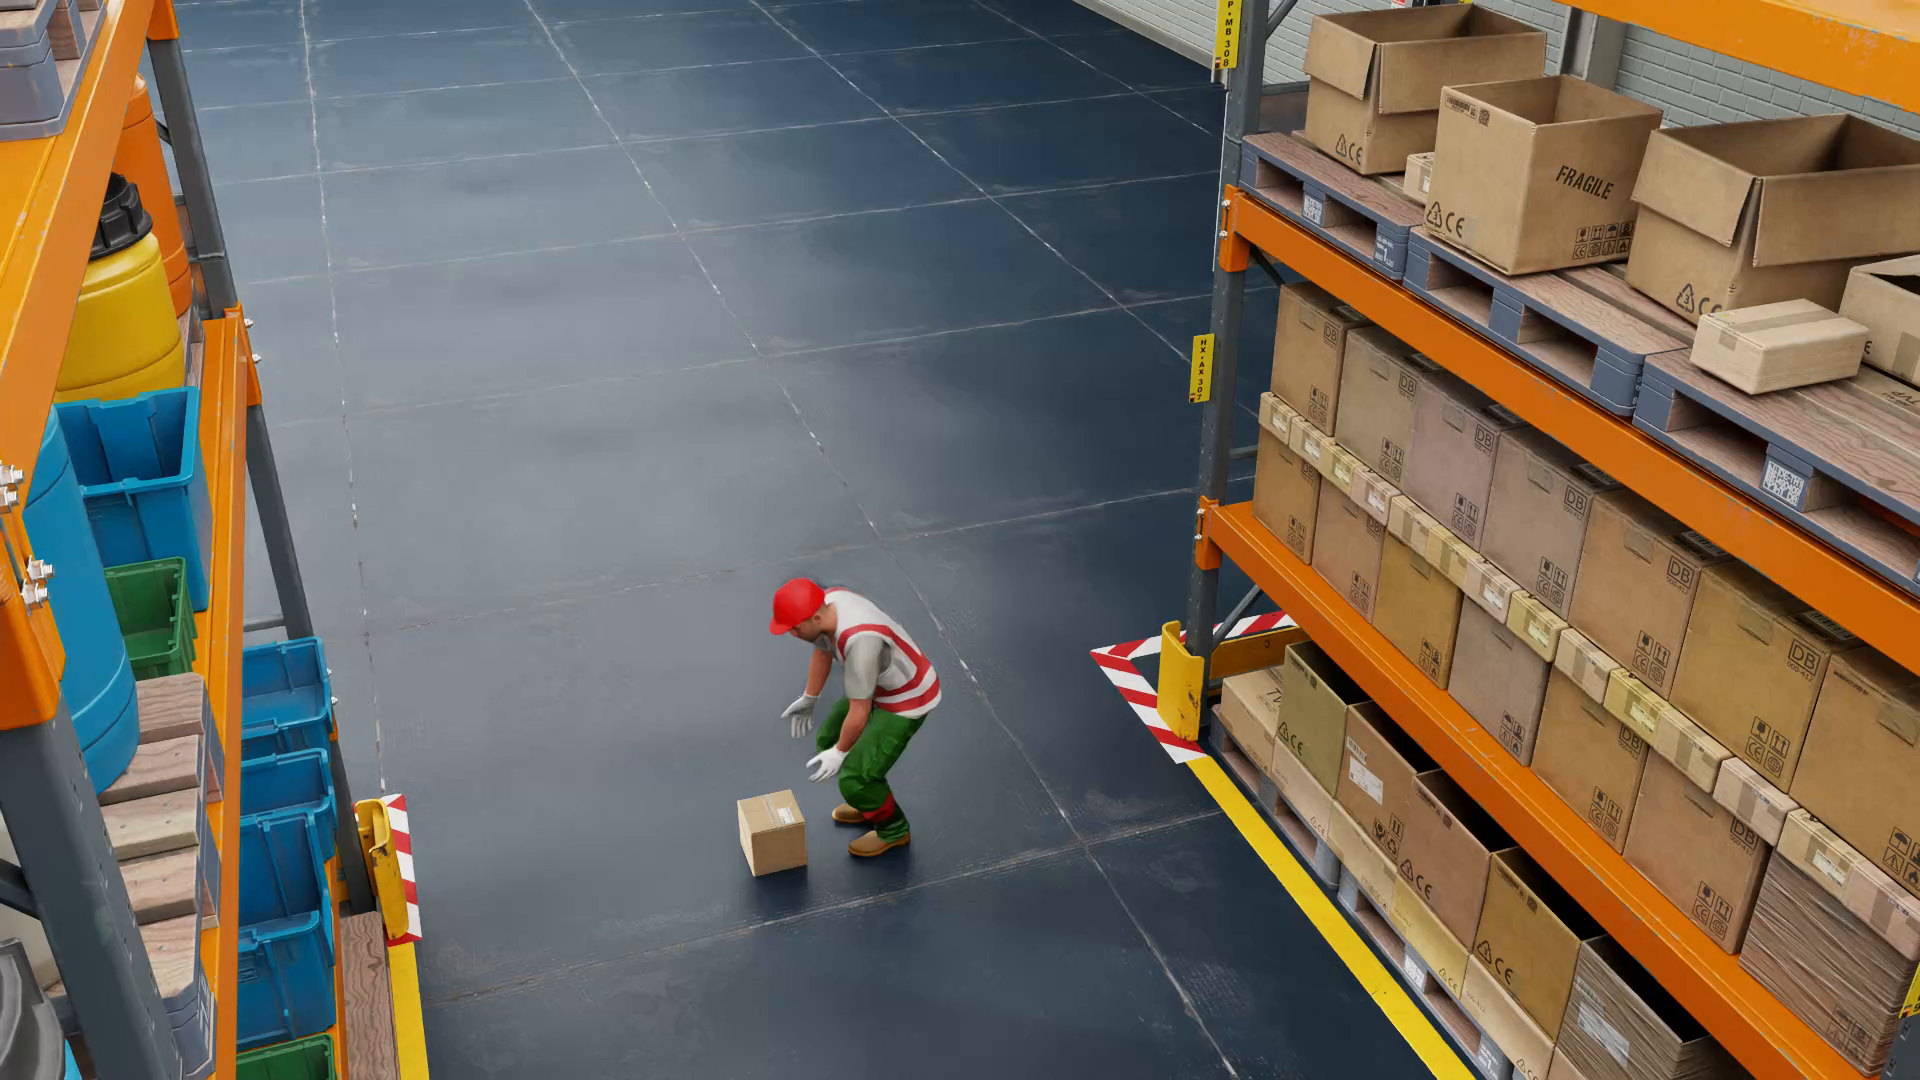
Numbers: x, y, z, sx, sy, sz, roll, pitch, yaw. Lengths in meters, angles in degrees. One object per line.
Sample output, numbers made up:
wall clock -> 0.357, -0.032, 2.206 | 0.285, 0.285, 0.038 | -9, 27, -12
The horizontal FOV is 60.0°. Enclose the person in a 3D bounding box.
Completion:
person -> -0.449, 0.756, 7.343 | 0.750, 1.442, 0.583 | -10, 31, -17
